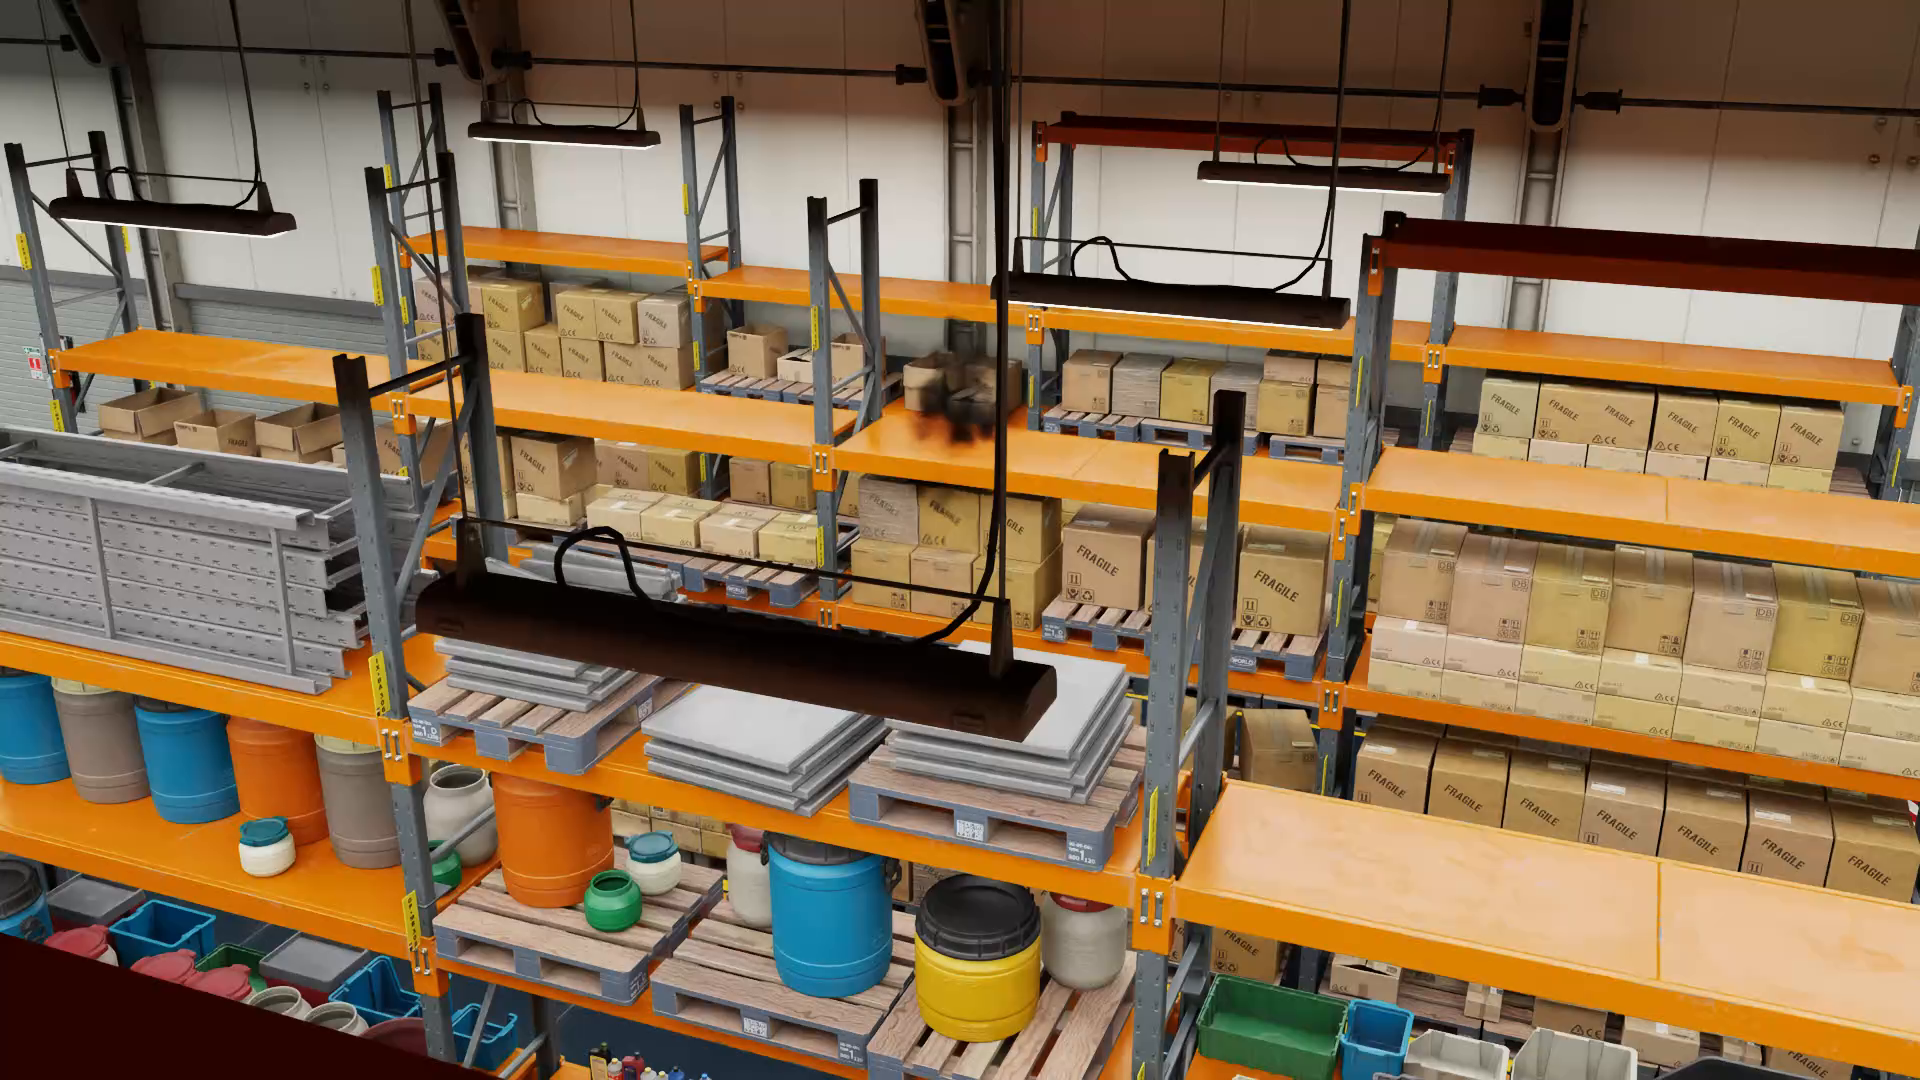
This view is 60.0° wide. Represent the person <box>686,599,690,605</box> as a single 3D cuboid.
[{"bbox_3d":[-3.018,1.045,17.137,0.749,1.757,0.655,6,22,16],"label":"person"}]
